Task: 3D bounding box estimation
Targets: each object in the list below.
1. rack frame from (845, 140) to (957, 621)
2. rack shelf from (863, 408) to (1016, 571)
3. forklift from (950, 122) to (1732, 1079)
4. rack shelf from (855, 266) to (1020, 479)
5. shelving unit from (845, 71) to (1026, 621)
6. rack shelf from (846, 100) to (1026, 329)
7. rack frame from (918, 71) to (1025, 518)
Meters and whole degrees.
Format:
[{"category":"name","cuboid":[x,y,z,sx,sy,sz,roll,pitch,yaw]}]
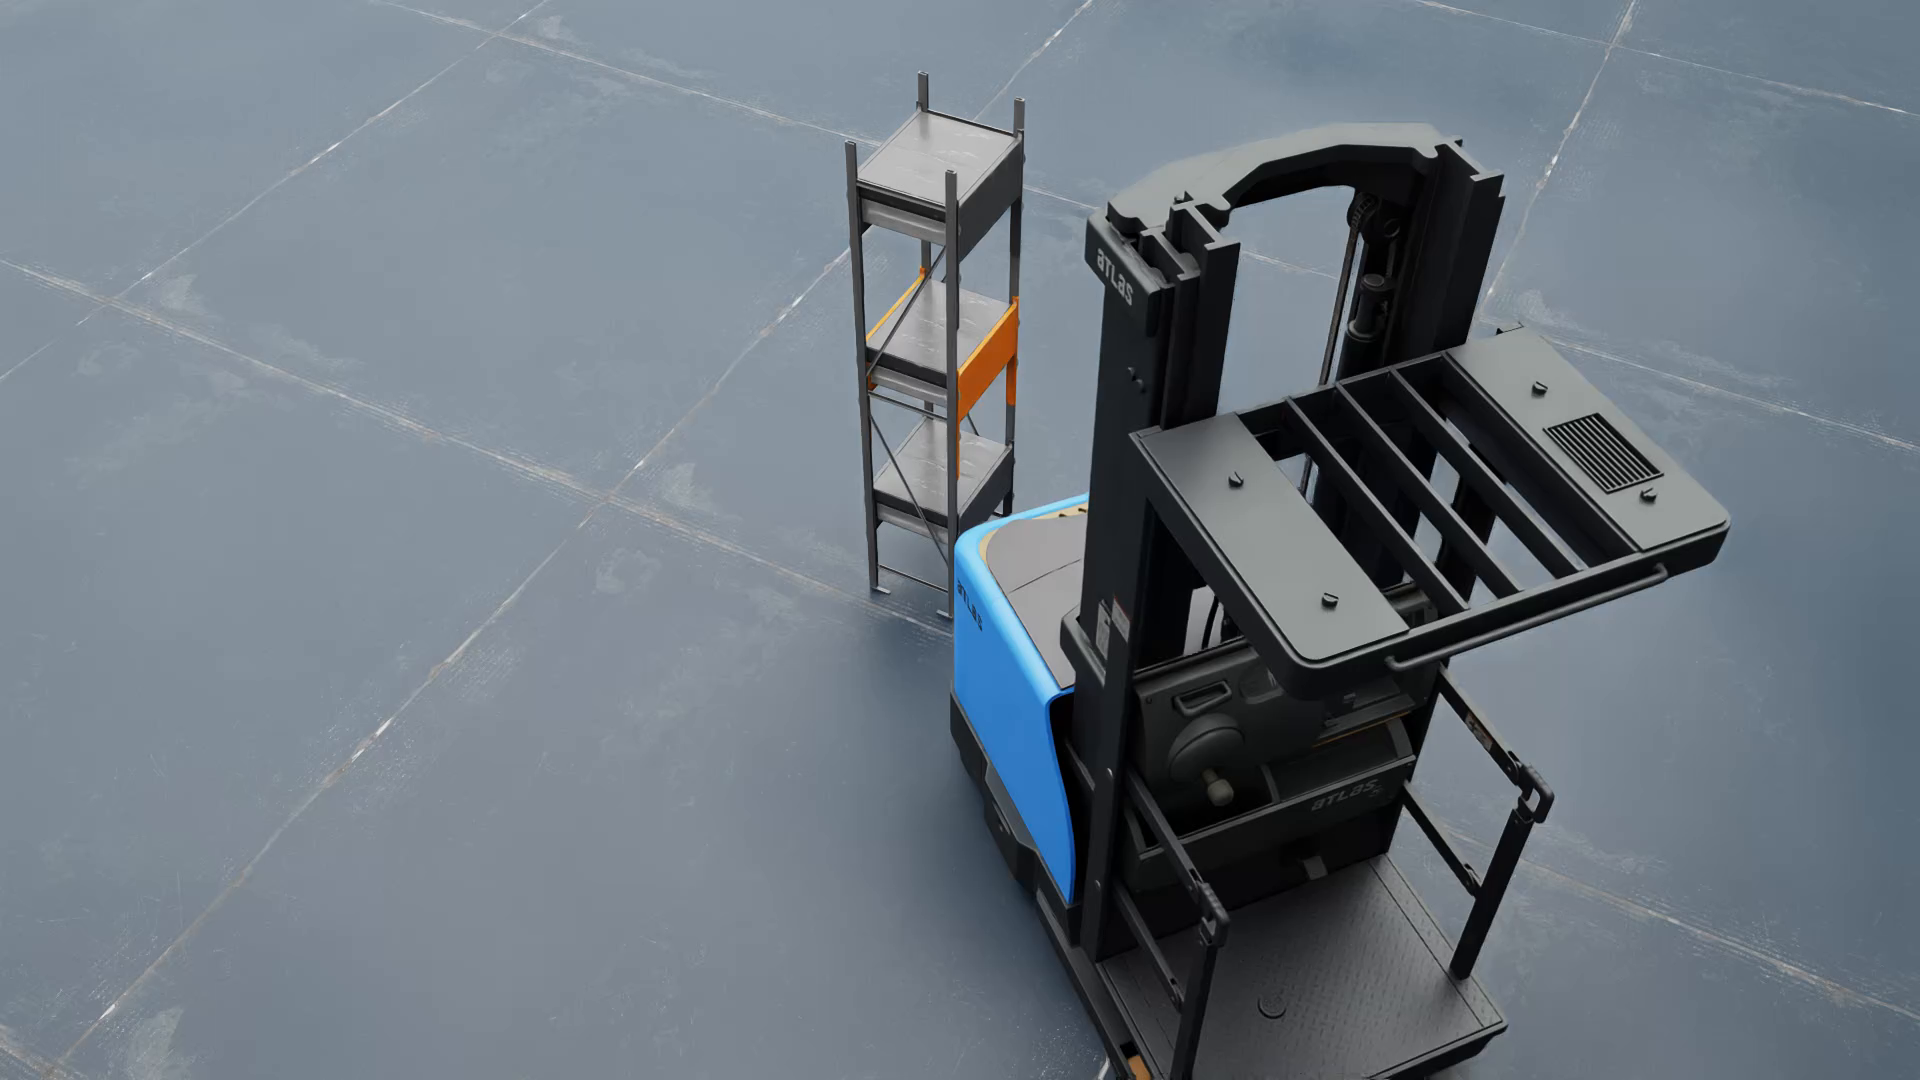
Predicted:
[{"category":"rack frame","cuboid":[-0.190,-0.480,6.028,0.400,2.100,0.015,20,49,19]},{"category":"rack shelf","cuboid":[-0.077,-0.132,6.688,0.431,0.518,0.480,20,49,19]},{"category":"forklift","cuboid":[0.999,0.533,4.443,1.130,2.935,3.031,-17,48,-16]},{"category":"rack shelf","cuboid":[-0.077,-0.624,6.190,0.431,0.518,0.480,20,49,19]},{"category":"shelving unit","cuboid":[-0.077,-0.634,6.180,0.431,2.100,0.503,20,49,19]},{"category":"rack shelf","cuboid":[-0.077,-1.116,5.692,0.431,0.518,0.480,20,49,19]},{"category":"rack frame","cuboid":[0.036,-0.788,6.332,0.400,2.100,0.015,20,49,19]}]
